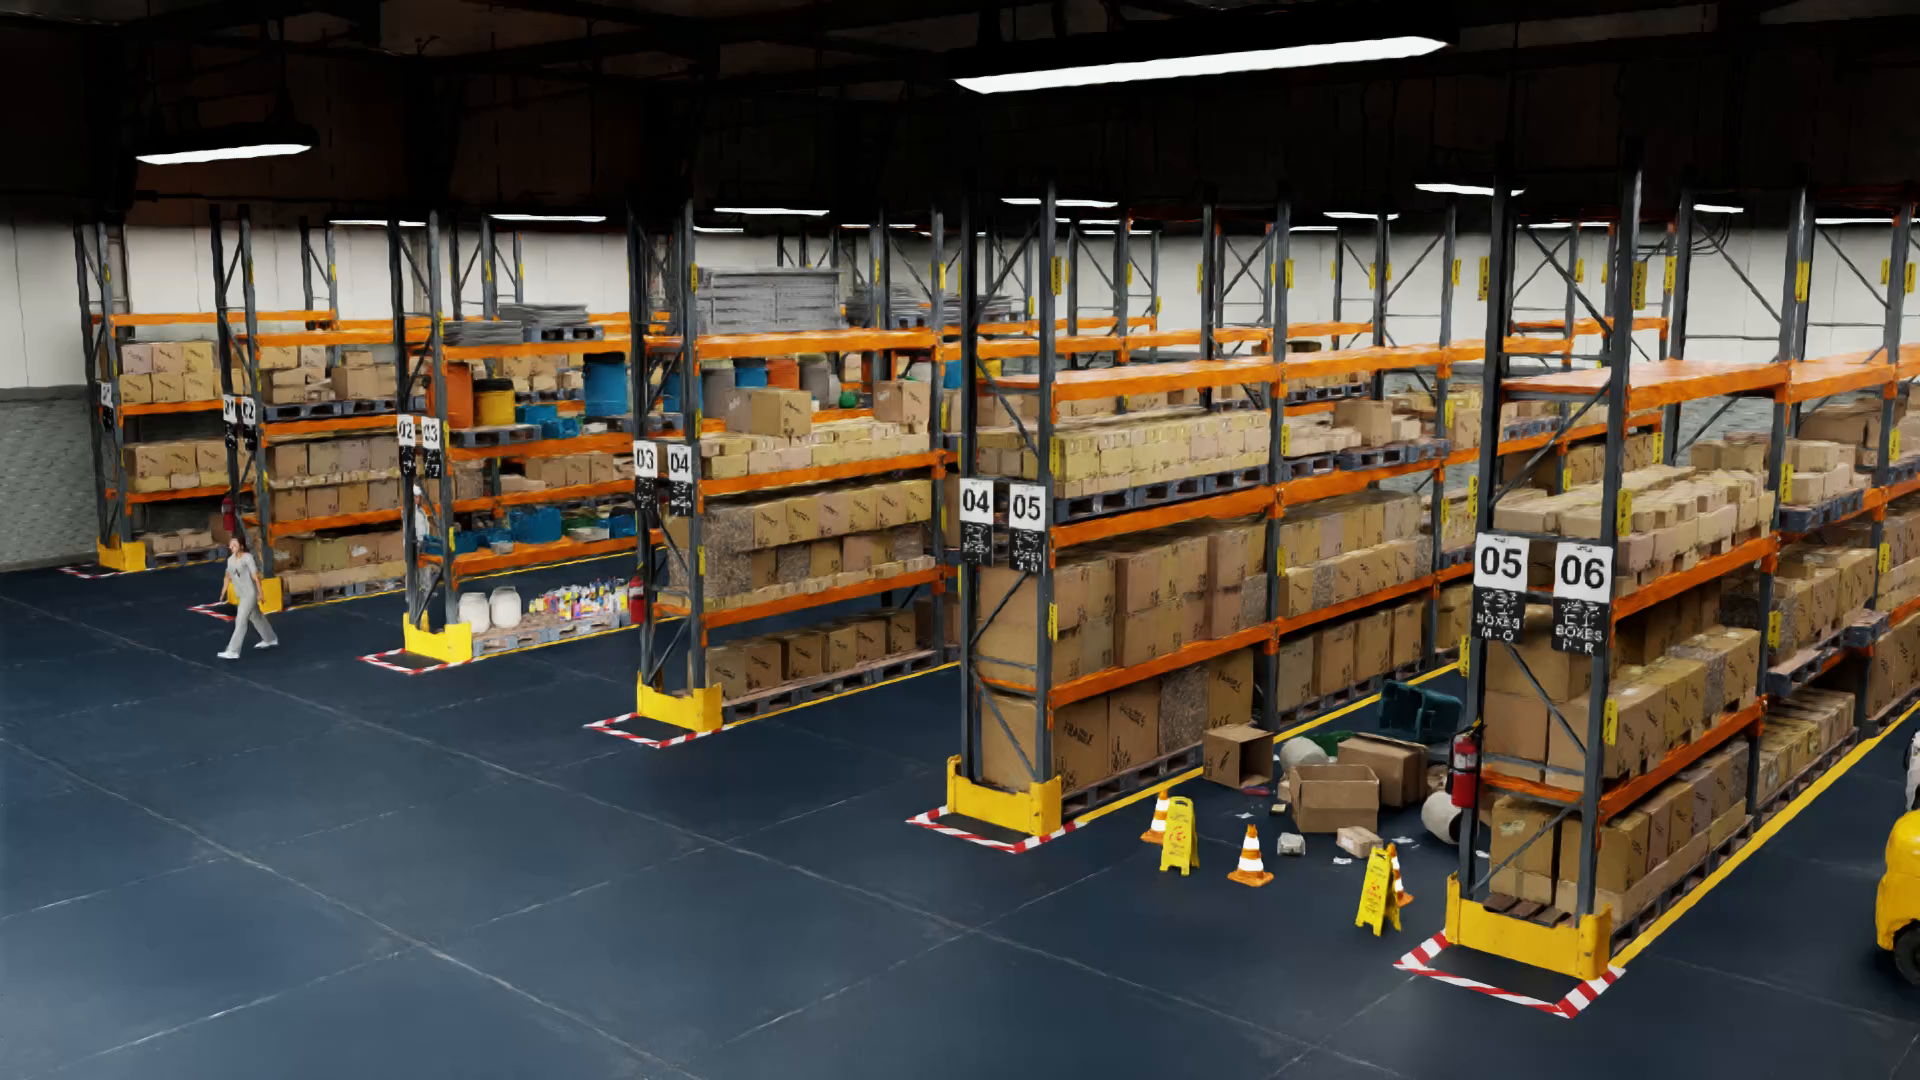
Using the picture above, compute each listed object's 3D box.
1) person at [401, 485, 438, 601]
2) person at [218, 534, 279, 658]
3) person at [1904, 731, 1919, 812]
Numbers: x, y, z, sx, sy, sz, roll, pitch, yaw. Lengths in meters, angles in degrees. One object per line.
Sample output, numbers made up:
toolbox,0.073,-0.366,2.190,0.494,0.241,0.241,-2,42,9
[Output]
person,-8.317,0.046,25.554,0.448,1.780,0.586,2,10,9
person,-9.520,0.713,22.064,0.444,1.604,1.016,6,11,32
person,7.957,2.079,13.702,0.525,1.677,0.455,-3,10,-19
